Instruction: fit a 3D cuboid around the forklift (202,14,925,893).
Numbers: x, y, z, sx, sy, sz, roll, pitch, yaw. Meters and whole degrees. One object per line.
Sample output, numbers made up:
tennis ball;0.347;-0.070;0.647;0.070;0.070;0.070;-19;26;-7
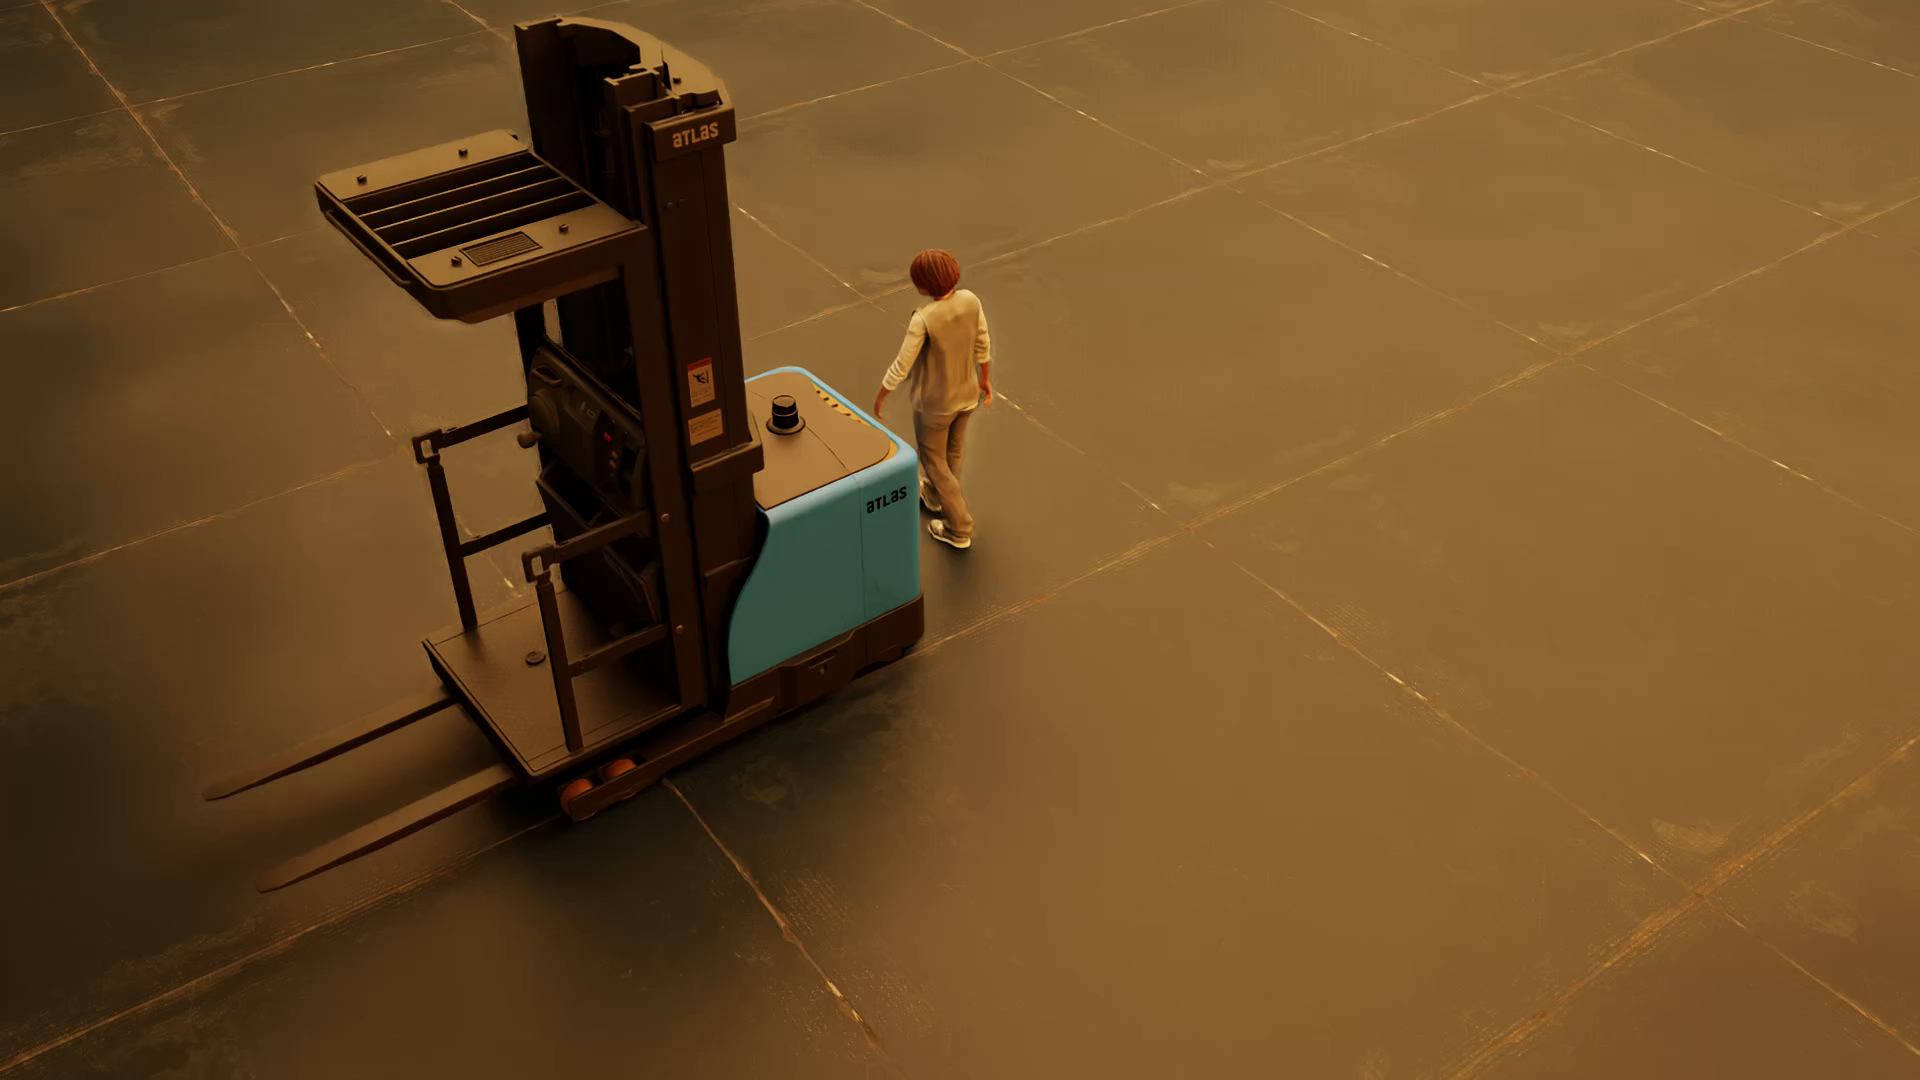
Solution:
forklift;-1.640;-0.383;6.463;3.031;2.935;1.130;-25;43;-30

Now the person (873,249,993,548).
person;-0.144;-0.715;8.057;0.573;1.576;0.621;-28;45;-32
